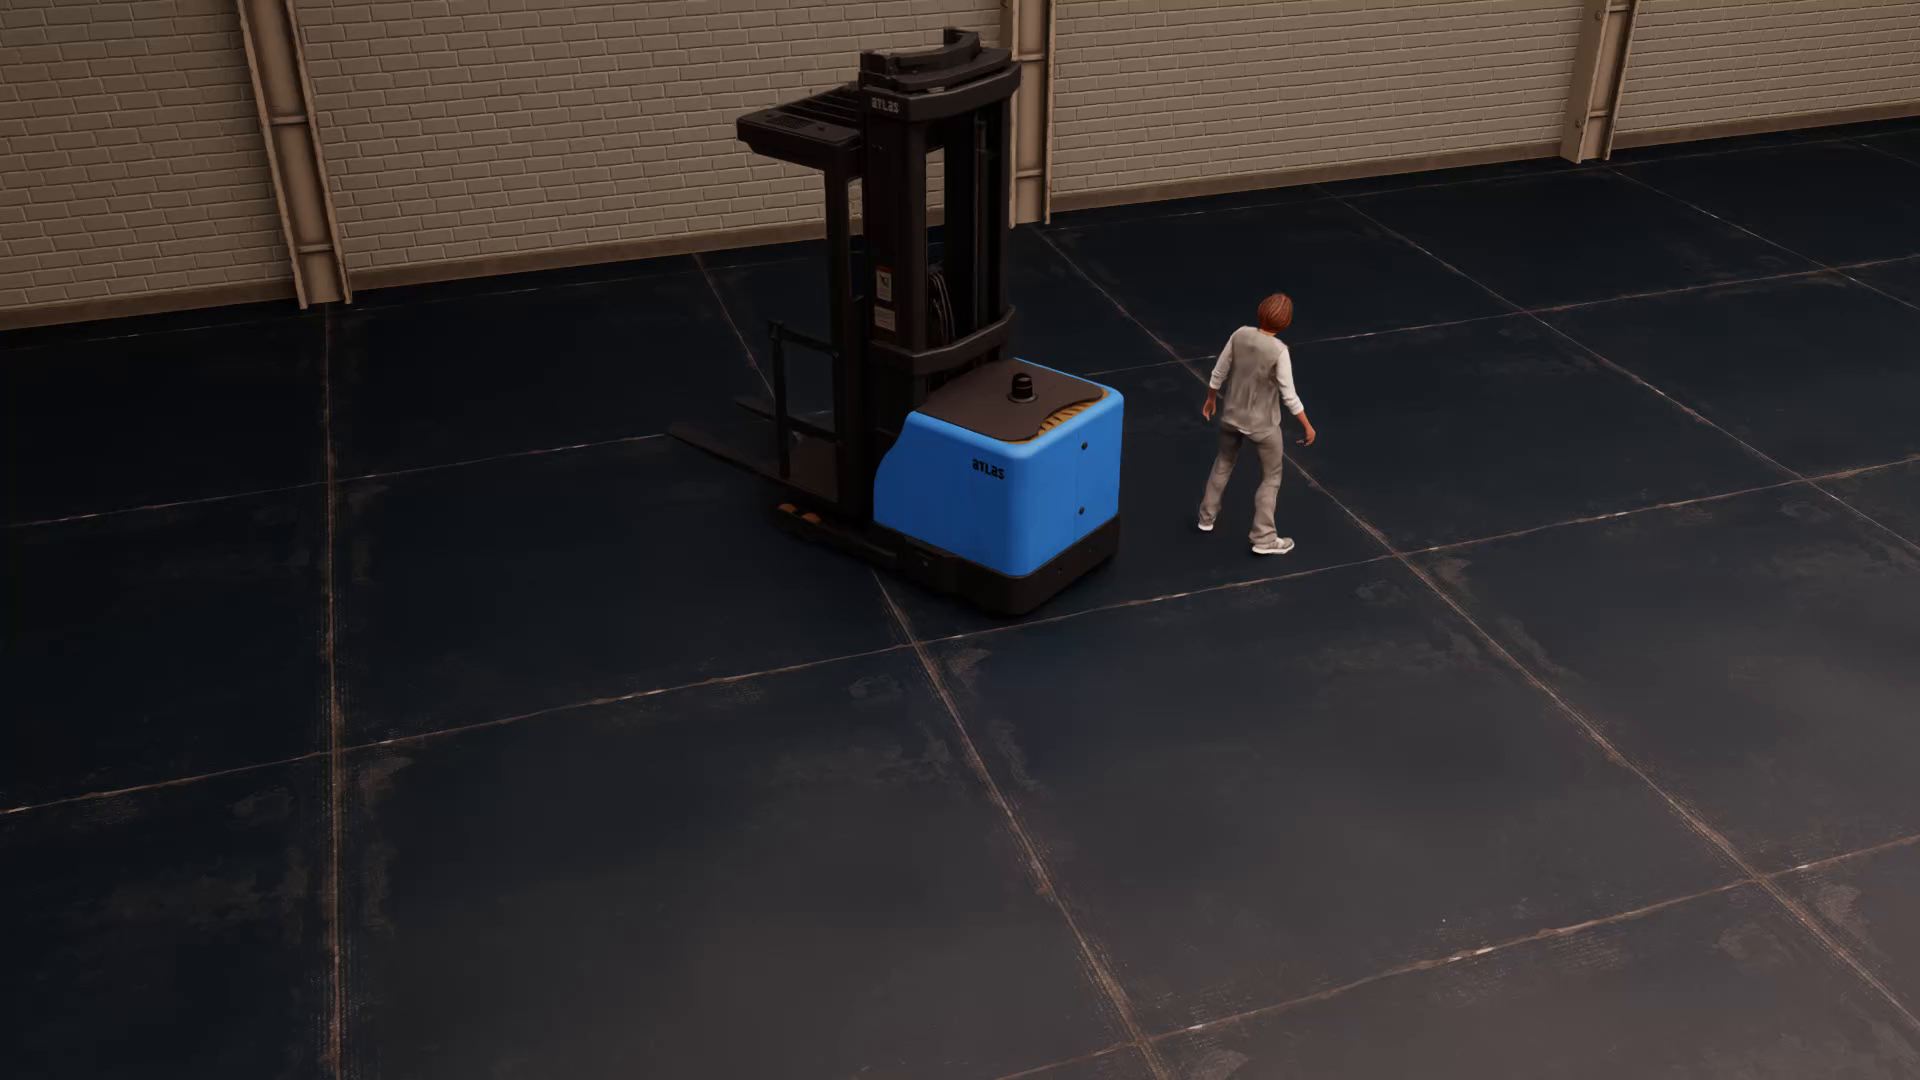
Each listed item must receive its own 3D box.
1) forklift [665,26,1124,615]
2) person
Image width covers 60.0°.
[{"bbox_3d":[-0.533,-1.449,9.606,3.031,2.935,1.130,22,36,33],"label":"forklift"},{"bbox_3d":[1.702,-0.686,9.652,0.696,1.571,0.314,25,38,37],"label":"person"}]
